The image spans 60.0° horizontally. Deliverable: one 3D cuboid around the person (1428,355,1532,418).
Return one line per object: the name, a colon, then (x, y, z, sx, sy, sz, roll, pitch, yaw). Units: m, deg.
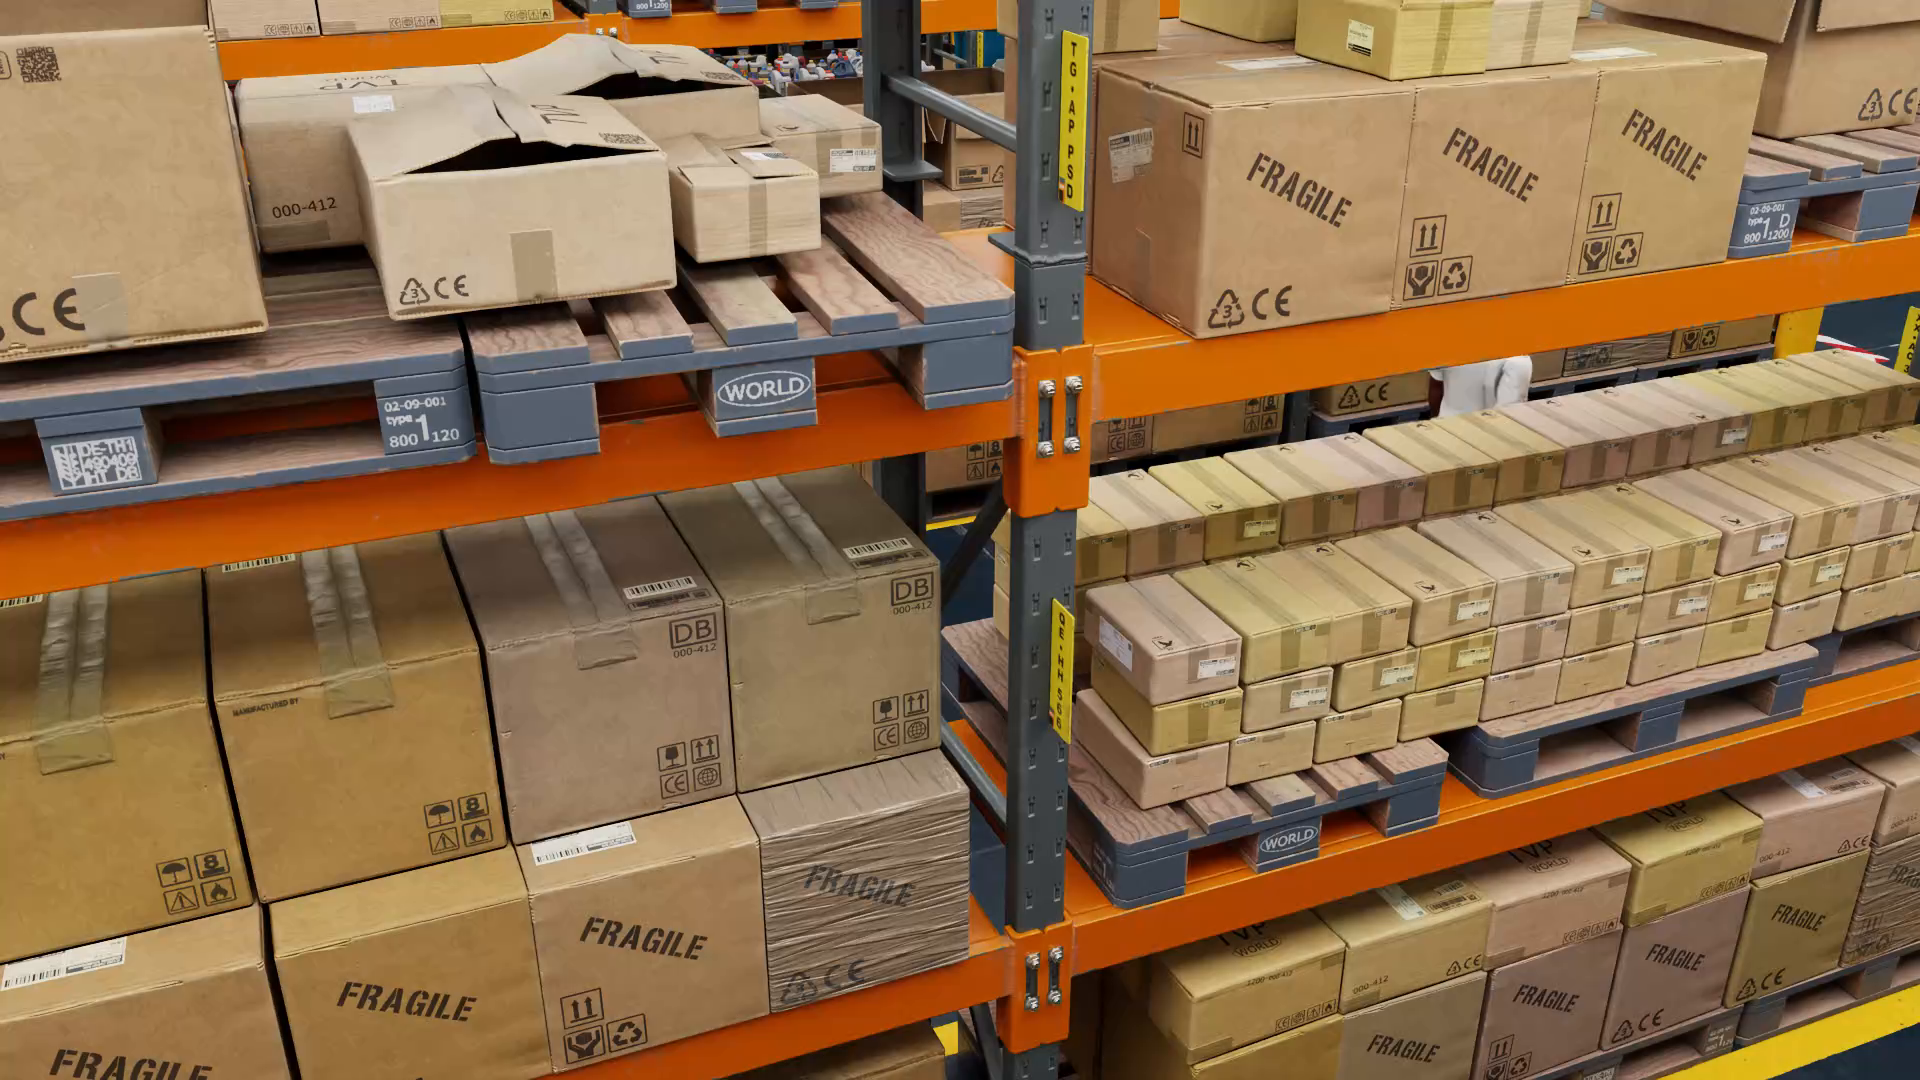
person: (2.473, -0.466, 8.042, 0.872, 1.742, 0.587, -17, 31, -31)
